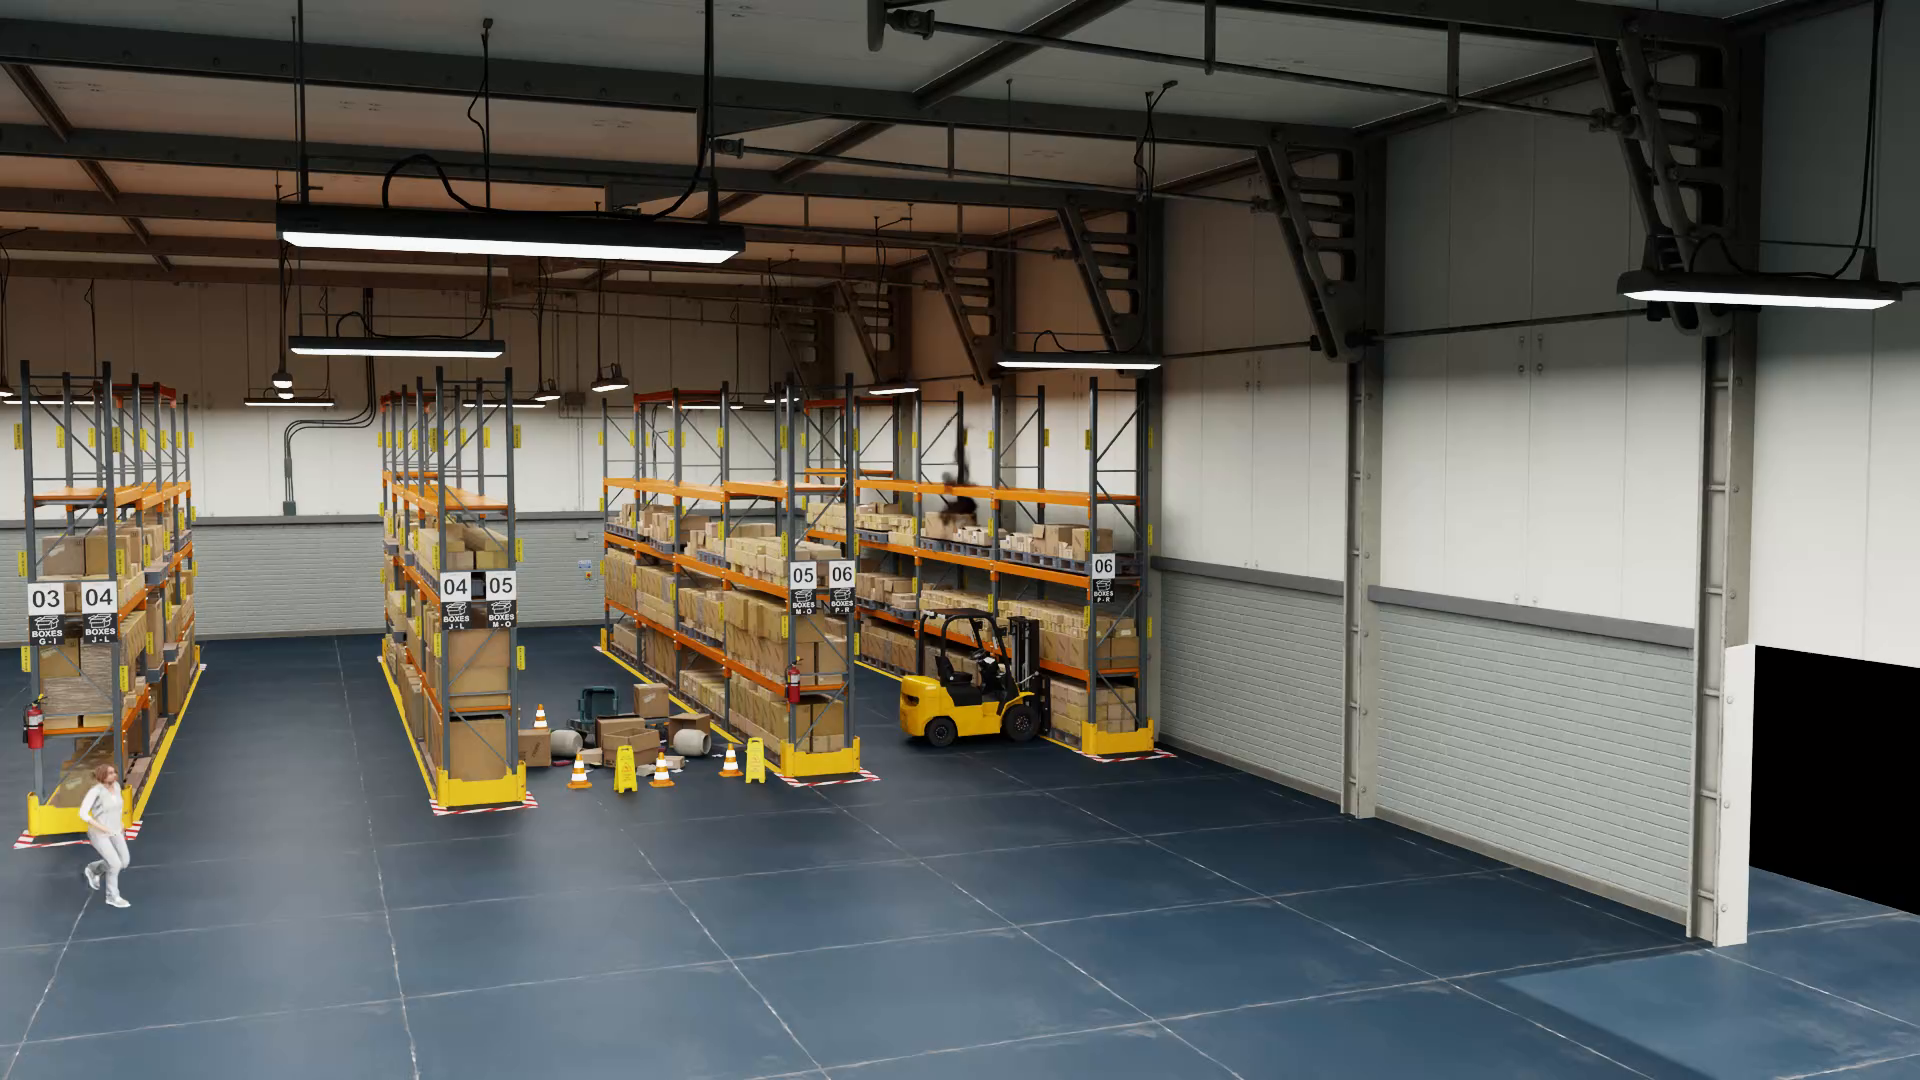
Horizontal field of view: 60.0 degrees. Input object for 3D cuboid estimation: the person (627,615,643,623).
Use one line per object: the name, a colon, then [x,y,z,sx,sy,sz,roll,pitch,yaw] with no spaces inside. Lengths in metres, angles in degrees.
person: [-7.764,1.746,40.767,0.802,1.669,0.642,-2,4,-27]

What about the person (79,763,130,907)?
person: [-9.217,3.163,17.830,0.536,1.563,0.540,1,4,18]
